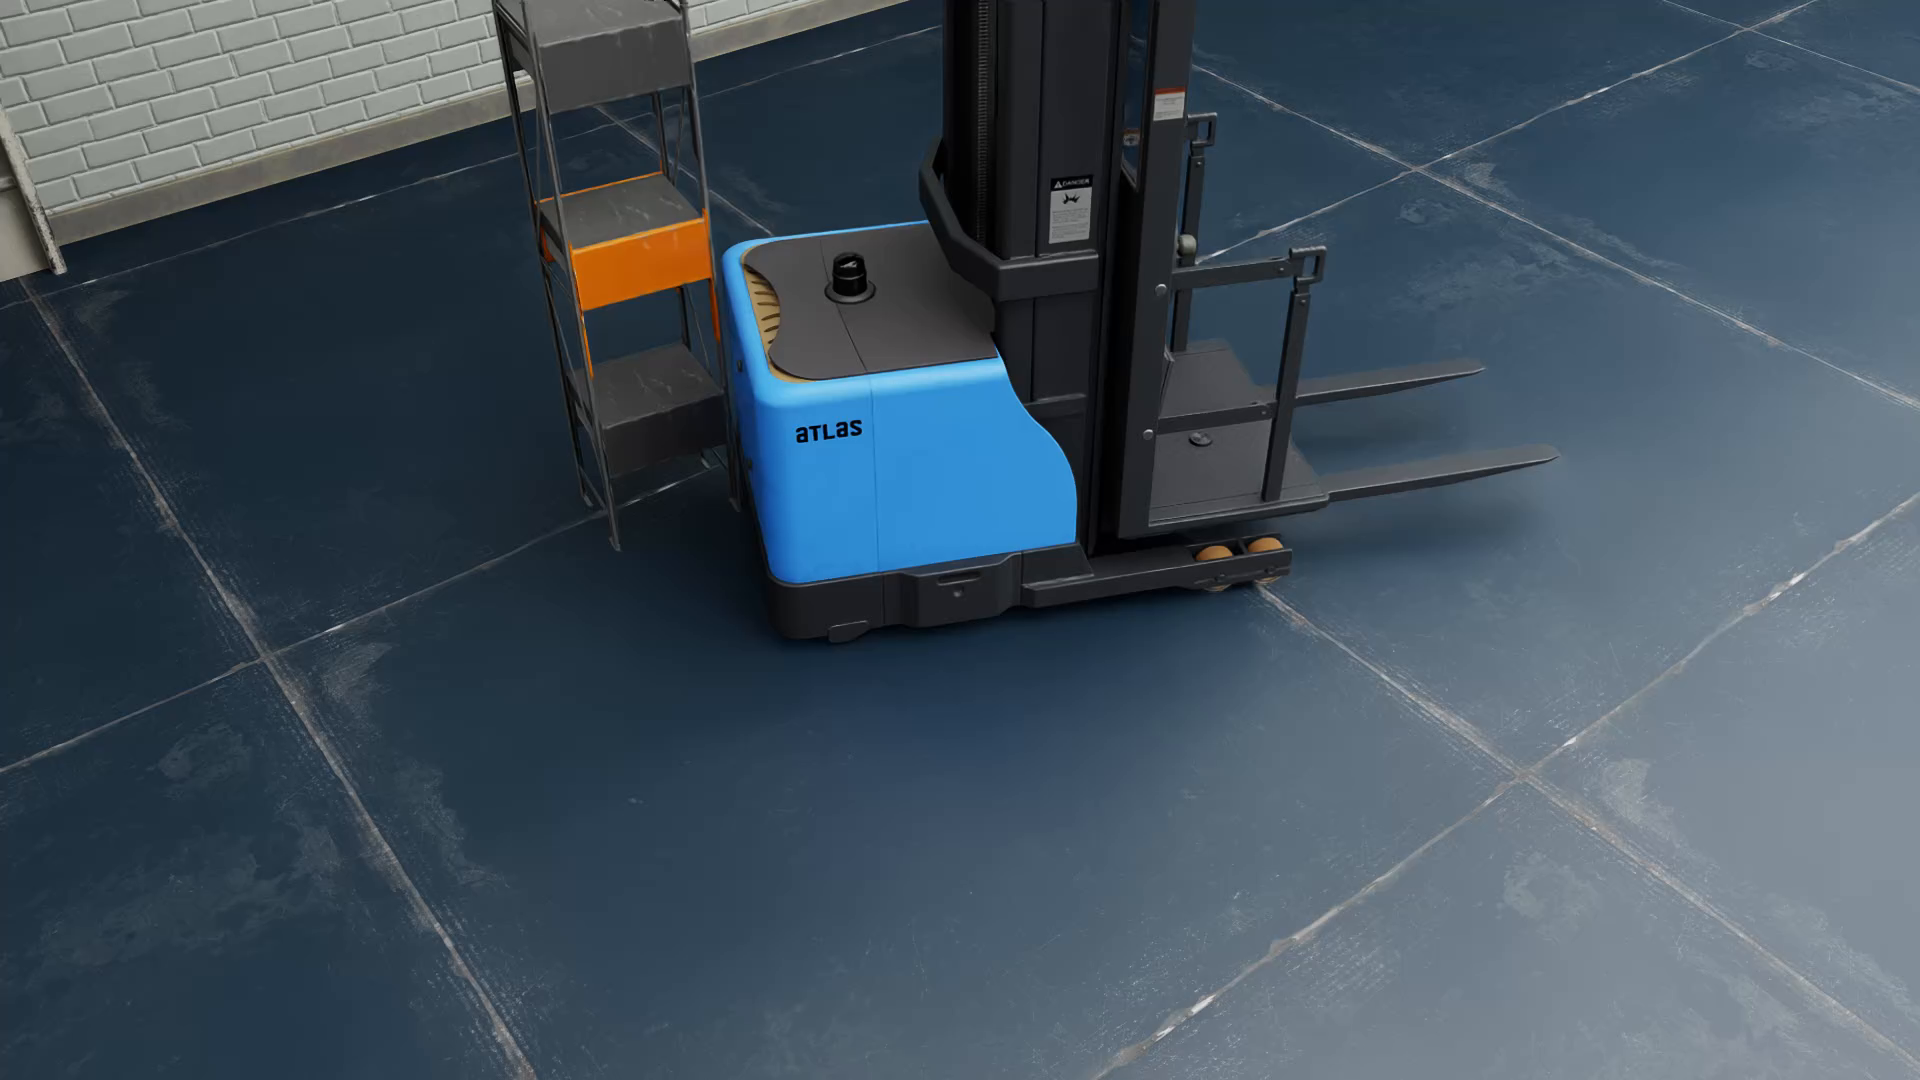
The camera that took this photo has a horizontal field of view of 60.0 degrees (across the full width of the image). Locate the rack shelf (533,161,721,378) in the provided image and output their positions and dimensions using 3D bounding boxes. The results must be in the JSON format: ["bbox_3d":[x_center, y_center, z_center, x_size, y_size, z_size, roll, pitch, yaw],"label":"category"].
[{"bbox_3d":[-1.155,-0.942,5.764,0.480,0.518,0.431,-20,43,-22],"label":"rack shelf"}]

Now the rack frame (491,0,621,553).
[{"bbox_3d":[-1.368,-0.877,5.663,0.015,2.100,0.400,-20,43,-22],"label":"rack frame"}]

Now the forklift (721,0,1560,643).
[{"bbox_3d":[0.722,-1.266,5.483,3.031,2.935,1.130,-9,40,-10],"label":"forklift"}]

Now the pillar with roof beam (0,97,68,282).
[{"bbox_3d":[-1.803,-2.572,2.291,0.400,9.000,9.100,-26,46,-28],"label":"pillar with roof beam"}]

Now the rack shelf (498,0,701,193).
[{"bbox_3d":[-1.155,-1.483,5.320,0.480,0.518,0.431,-20,43,-22],"label":"rack shelf"}]

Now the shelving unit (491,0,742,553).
[{"bbox_3d":[-1.155,-0.952,5.755,0.503,2.100,0.431,-20,43,-22],"label":"shelving unit"}]

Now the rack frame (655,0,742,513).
[{"bbox_3d":[-0.942,-1.028,5.847,0.015,2.100,0.400,-20,43,-22],"label":"rack frame"}]

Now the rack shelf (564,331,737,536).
[{"bbox_3d":[-1.155,-0.401,6.208,0.480,0.518,0.431,-20,43,-22],"label":"rack shelf"}]
